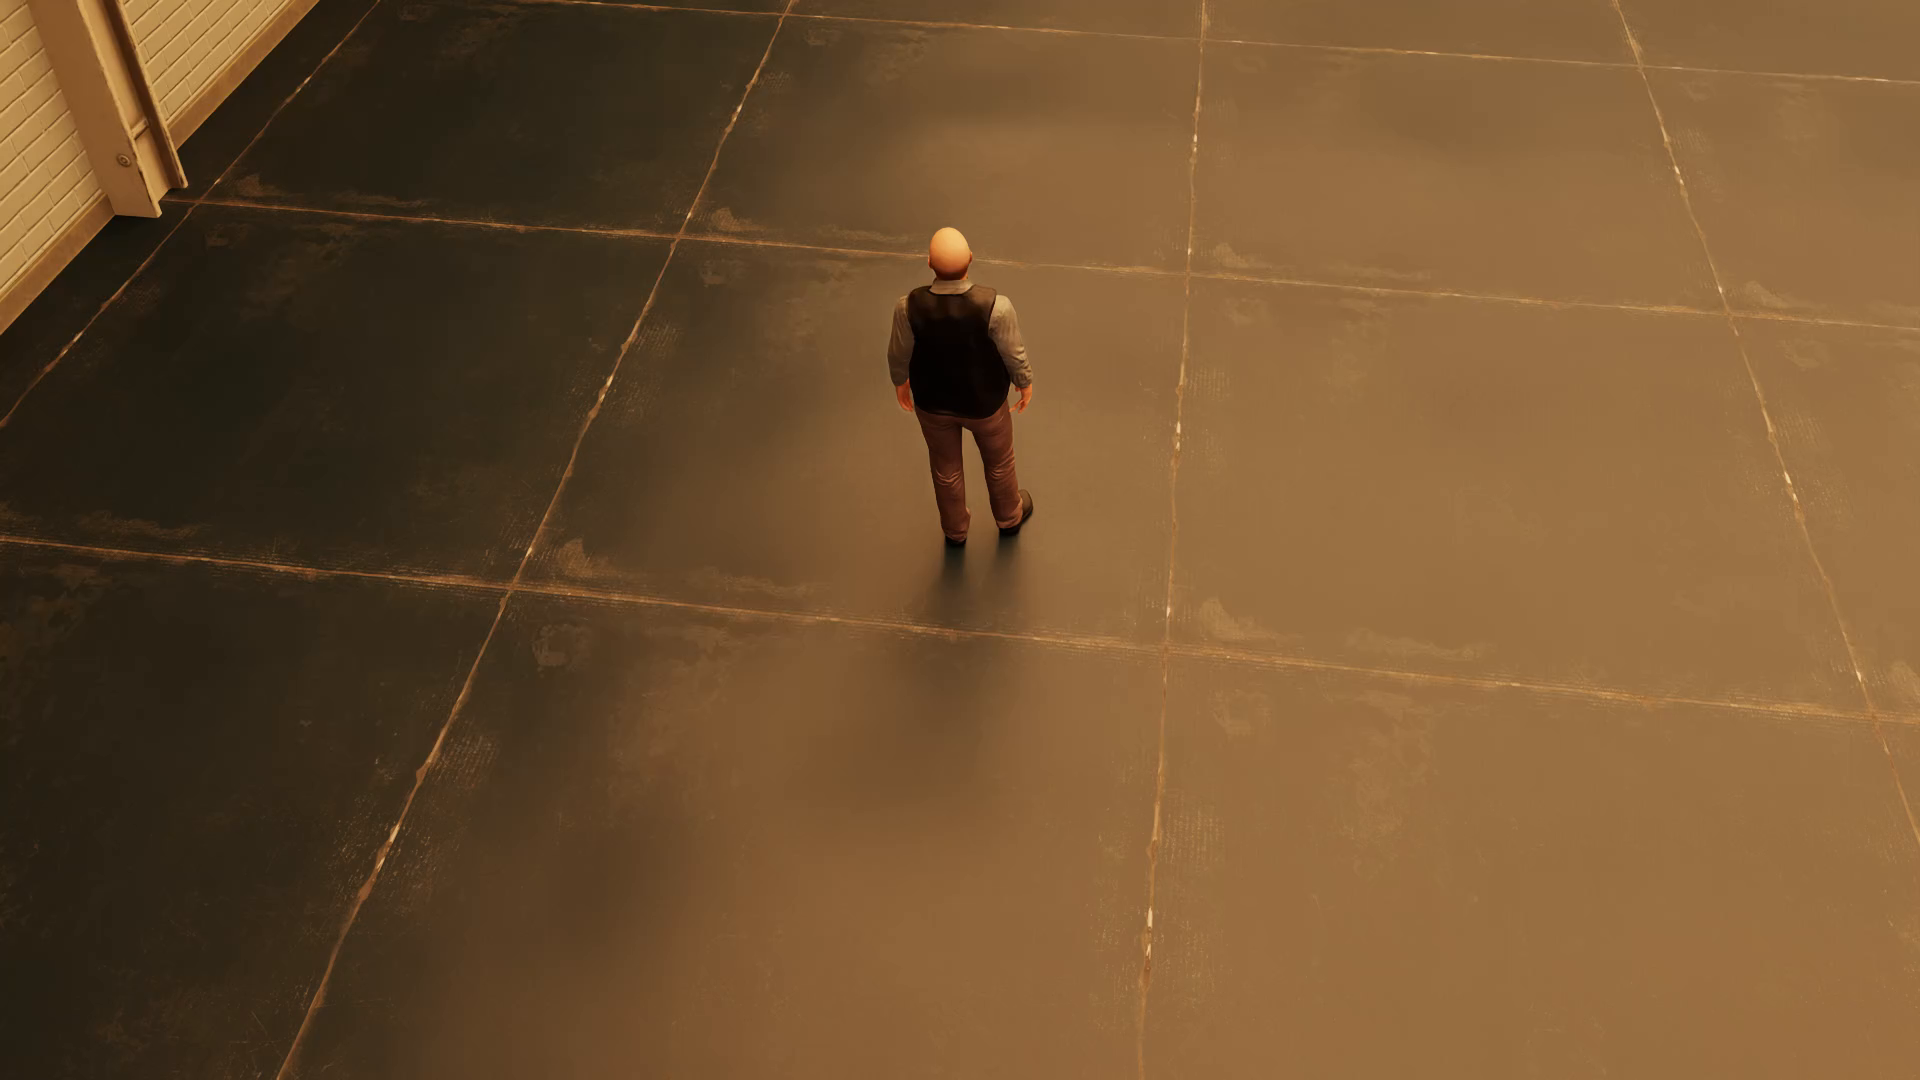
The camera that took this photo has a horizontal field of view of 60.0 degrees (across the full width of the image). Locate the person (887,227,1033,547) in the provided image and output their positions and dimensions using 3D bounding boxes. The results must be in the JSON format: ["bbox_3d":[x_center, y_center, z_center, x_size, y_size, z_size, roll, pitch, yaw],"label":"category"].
[{"bbox_3d":[0.016,-0.680,7.348,0.632,1.720,0.568,5,43,6],"label":"person"}]
